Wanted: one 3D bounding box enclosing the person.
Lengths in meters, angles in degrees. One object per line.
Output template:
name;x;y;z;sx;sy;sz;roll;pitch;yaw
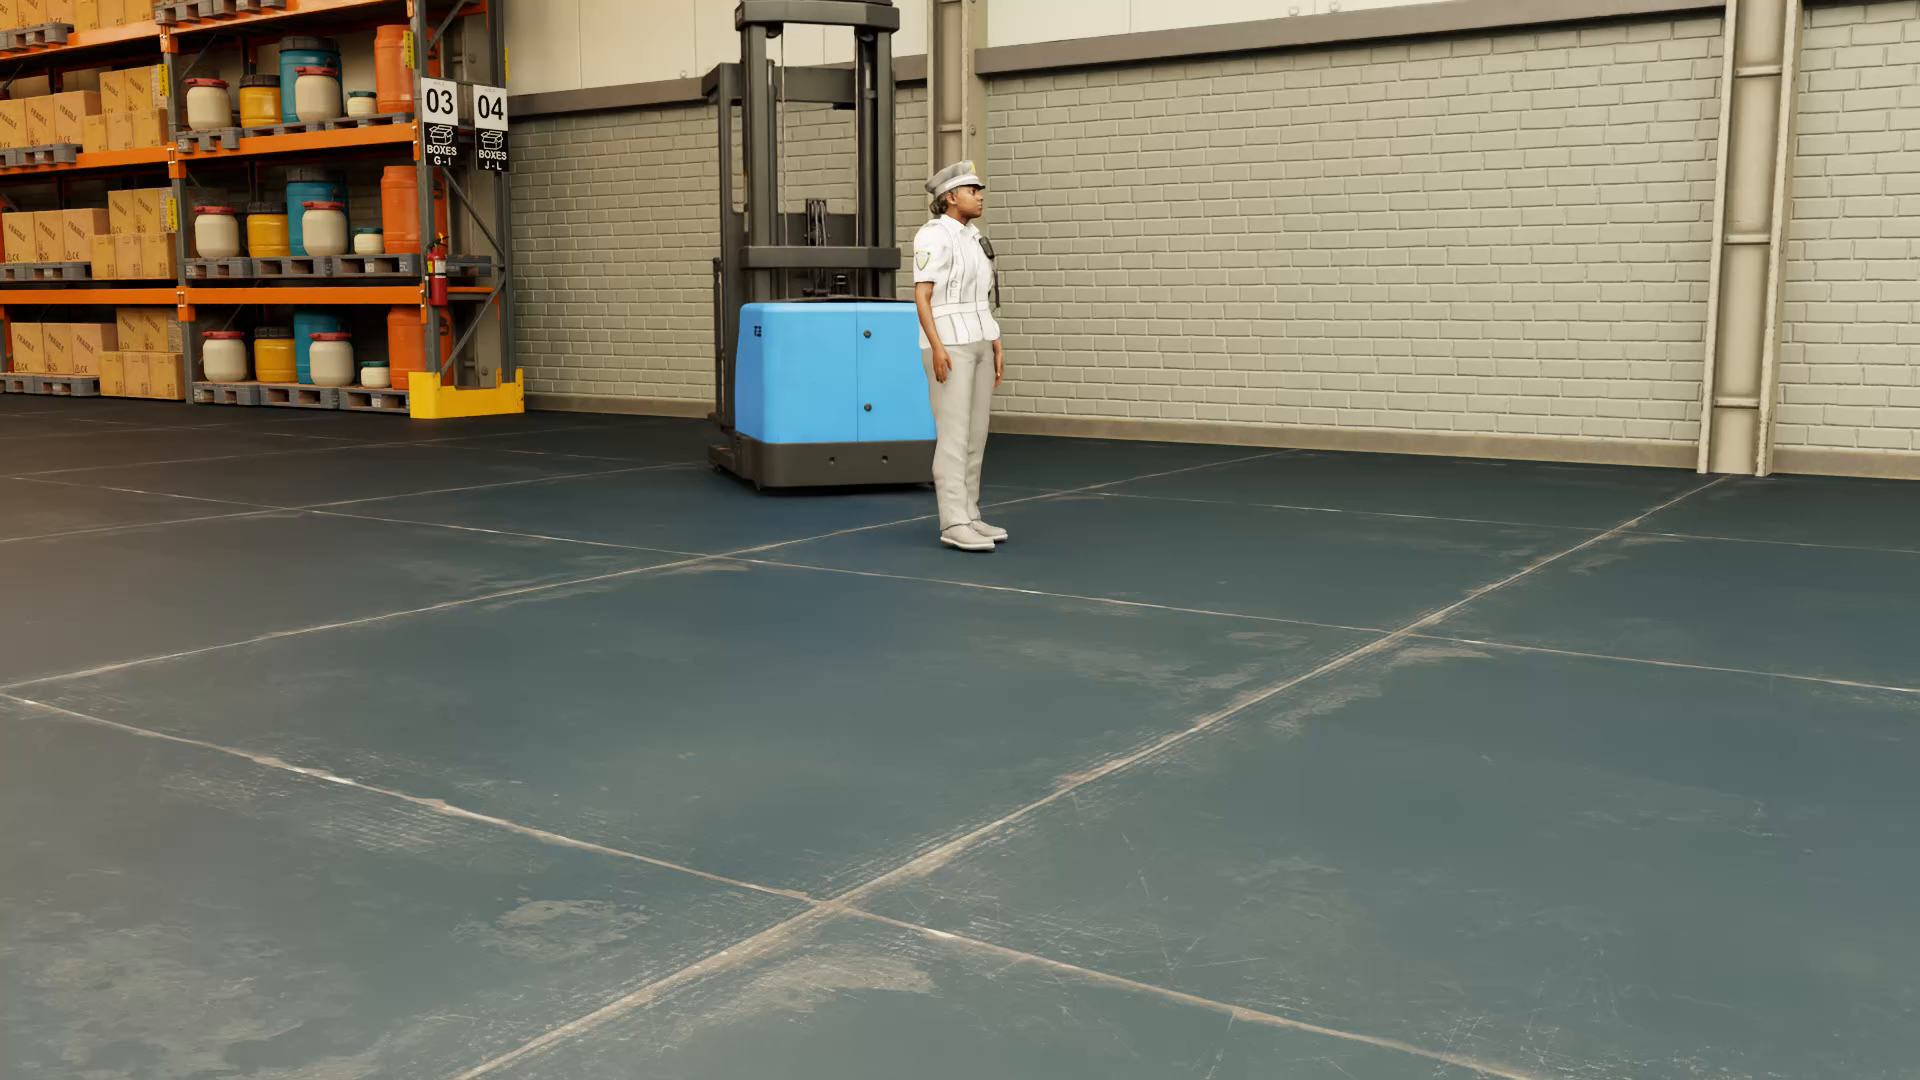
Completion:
person;0.052;-0.838;7.426;0.528;1.697;0.570;5;10;34

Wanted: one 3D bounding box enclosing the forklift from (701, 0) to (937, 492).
forklift;-1.007;-1.892;10.501;1.130;2.935;3.031;-2;8;-17
